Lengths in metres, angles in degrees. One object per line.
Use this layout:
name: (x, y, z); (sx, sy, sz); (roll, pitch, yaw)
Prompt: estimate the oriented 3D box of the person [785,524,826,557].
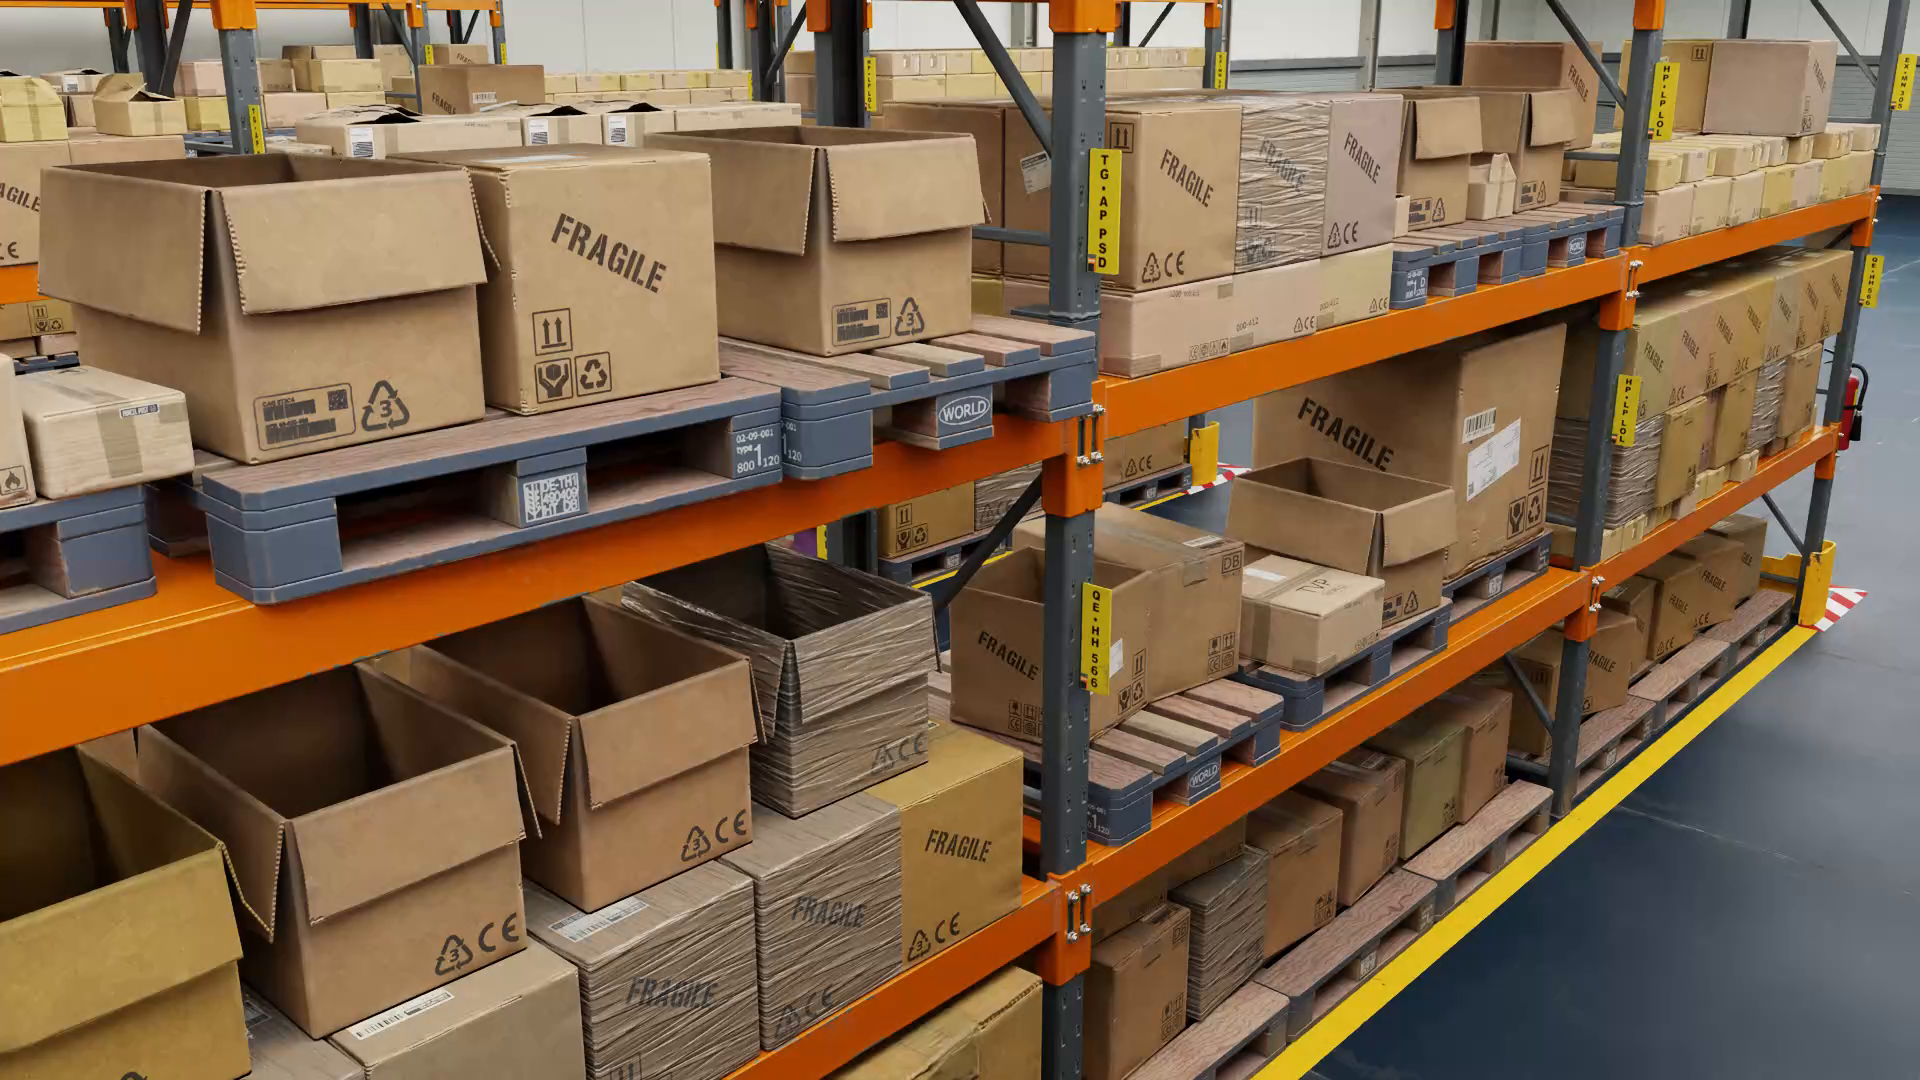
person: (-0.825, 0.190, 9.451); (0.481, 1.592, 0.347); (13, 21, 36)
